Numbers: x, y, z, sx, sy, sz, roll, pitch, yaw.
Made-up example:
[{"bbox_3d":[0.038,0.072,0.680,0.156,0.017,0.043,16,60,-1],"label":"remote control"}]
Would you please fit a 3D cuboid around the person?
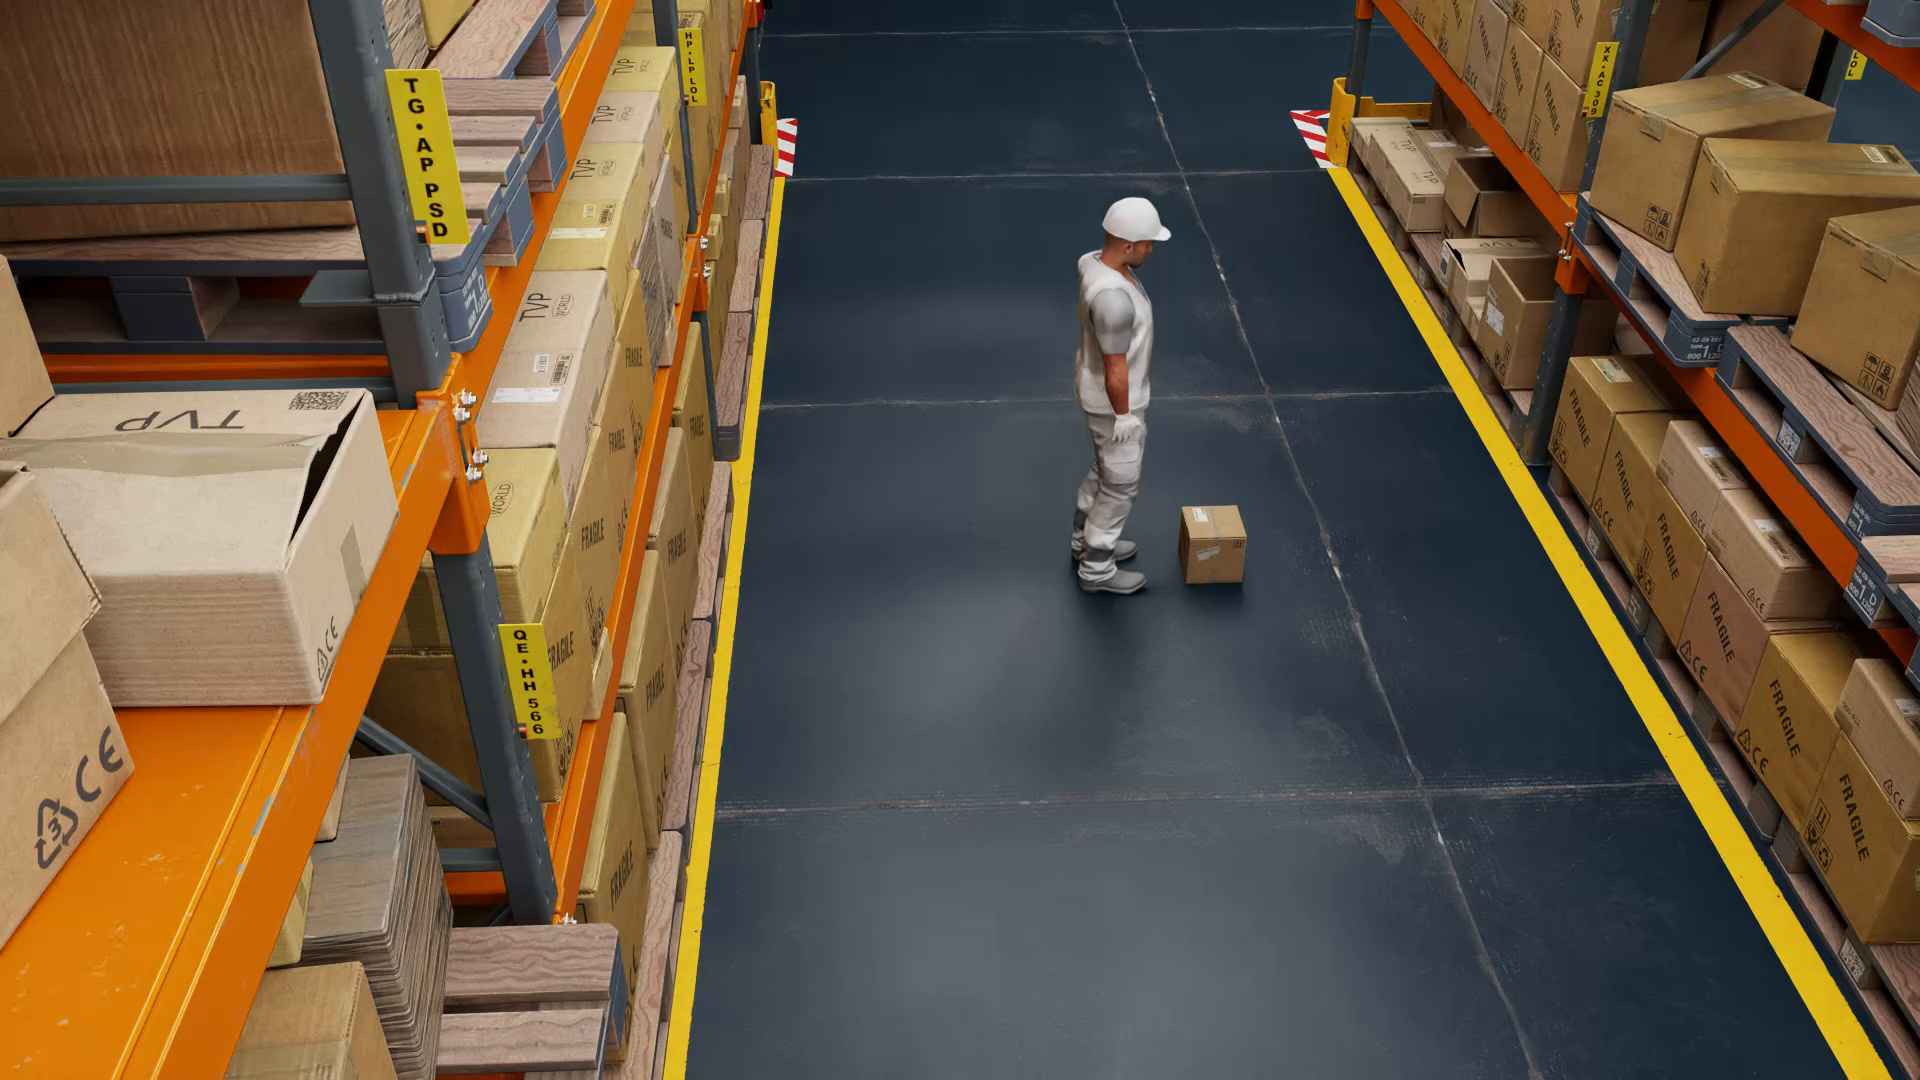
[{"bbox_3d":[0.654,-0.603,6.998,0.364,1.774,0.529,-1,35,-1],"label":"person"}]
